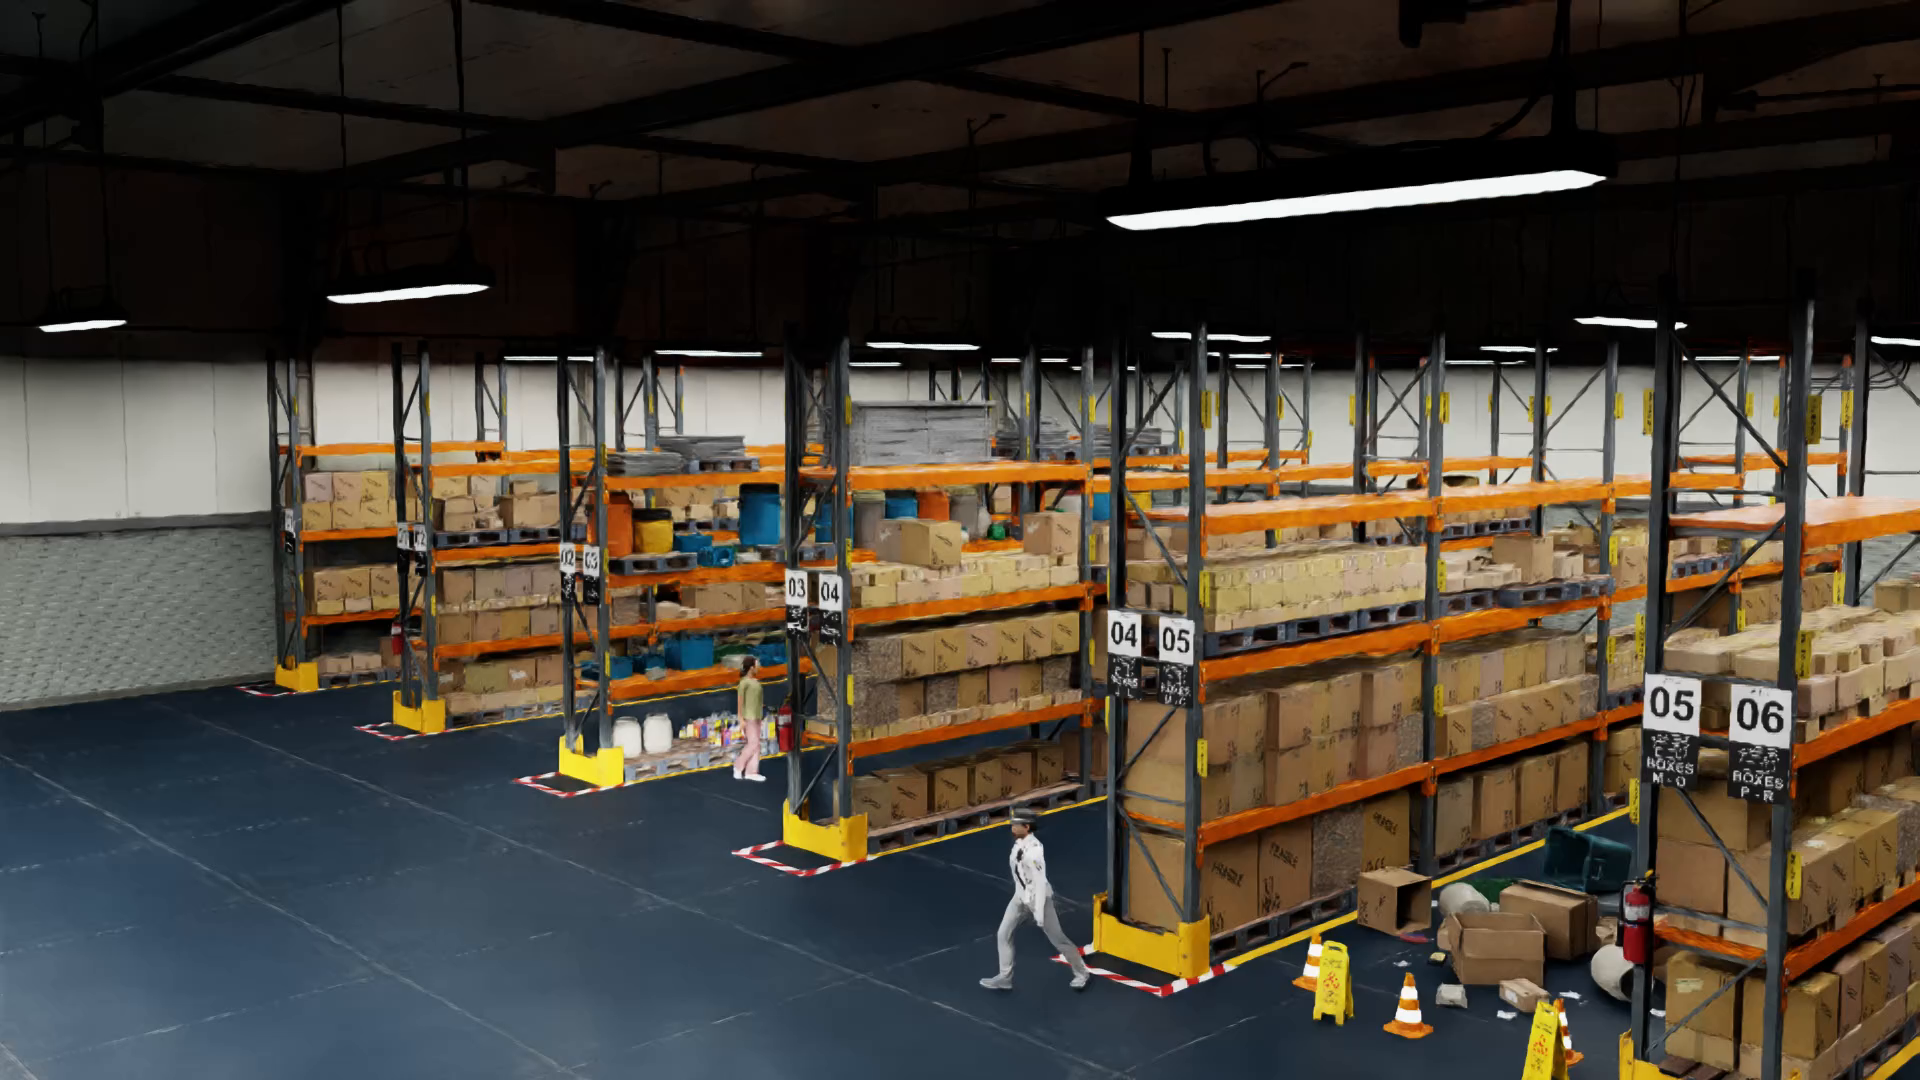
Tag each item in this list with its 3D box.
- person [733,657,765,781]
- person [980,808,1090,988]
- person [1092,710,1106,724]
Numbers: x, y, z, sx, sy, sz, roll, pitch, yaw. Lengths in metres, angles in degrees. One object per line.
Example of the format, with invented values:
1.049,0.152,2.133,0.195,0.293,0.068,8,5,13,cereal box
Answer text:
-2.831,2.401,22.316,0.435,1.671,0.493,2,5,19,person
0.672,3.108,14.441,0.939,1.612,0.521,-2,5,-22,person
1.841,2.225,24.110,1.121,1.691,0.577,-4,7,-41,person
